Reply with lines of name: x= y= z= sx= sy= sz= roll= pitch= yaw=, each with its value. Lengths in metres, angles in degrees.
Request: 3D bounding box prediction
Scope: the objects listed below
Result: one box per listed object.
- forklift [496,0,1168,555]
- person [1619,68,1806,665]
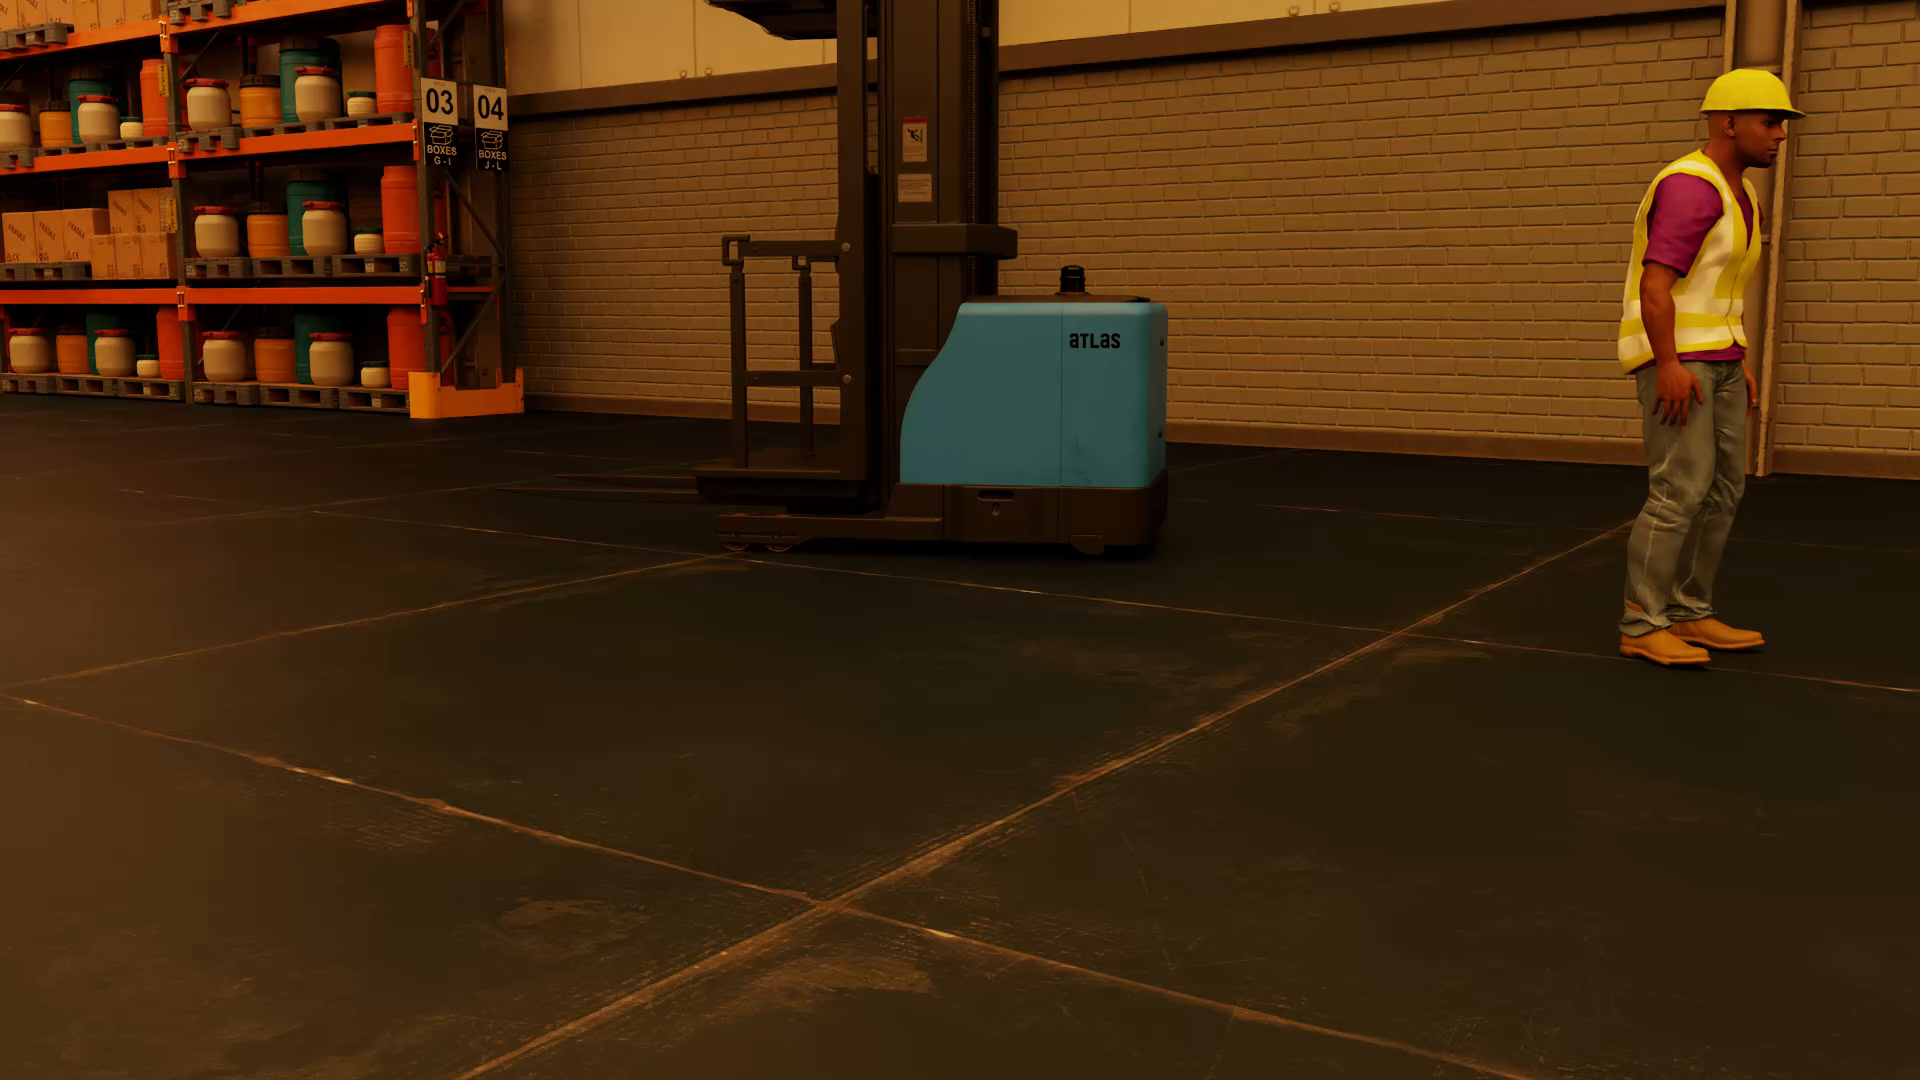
forklift: x=-0.596 y=-1.469 z=7.520 sx=3.031 sy=2.935 sz=1.130 roll=2 pitch=8 yaw=12
person: x=2.264 y=-0.525 z=5.057 sx=0.636 sy=1.761 sz=0.454 roll=-8 pitch=11 yaw=-43
